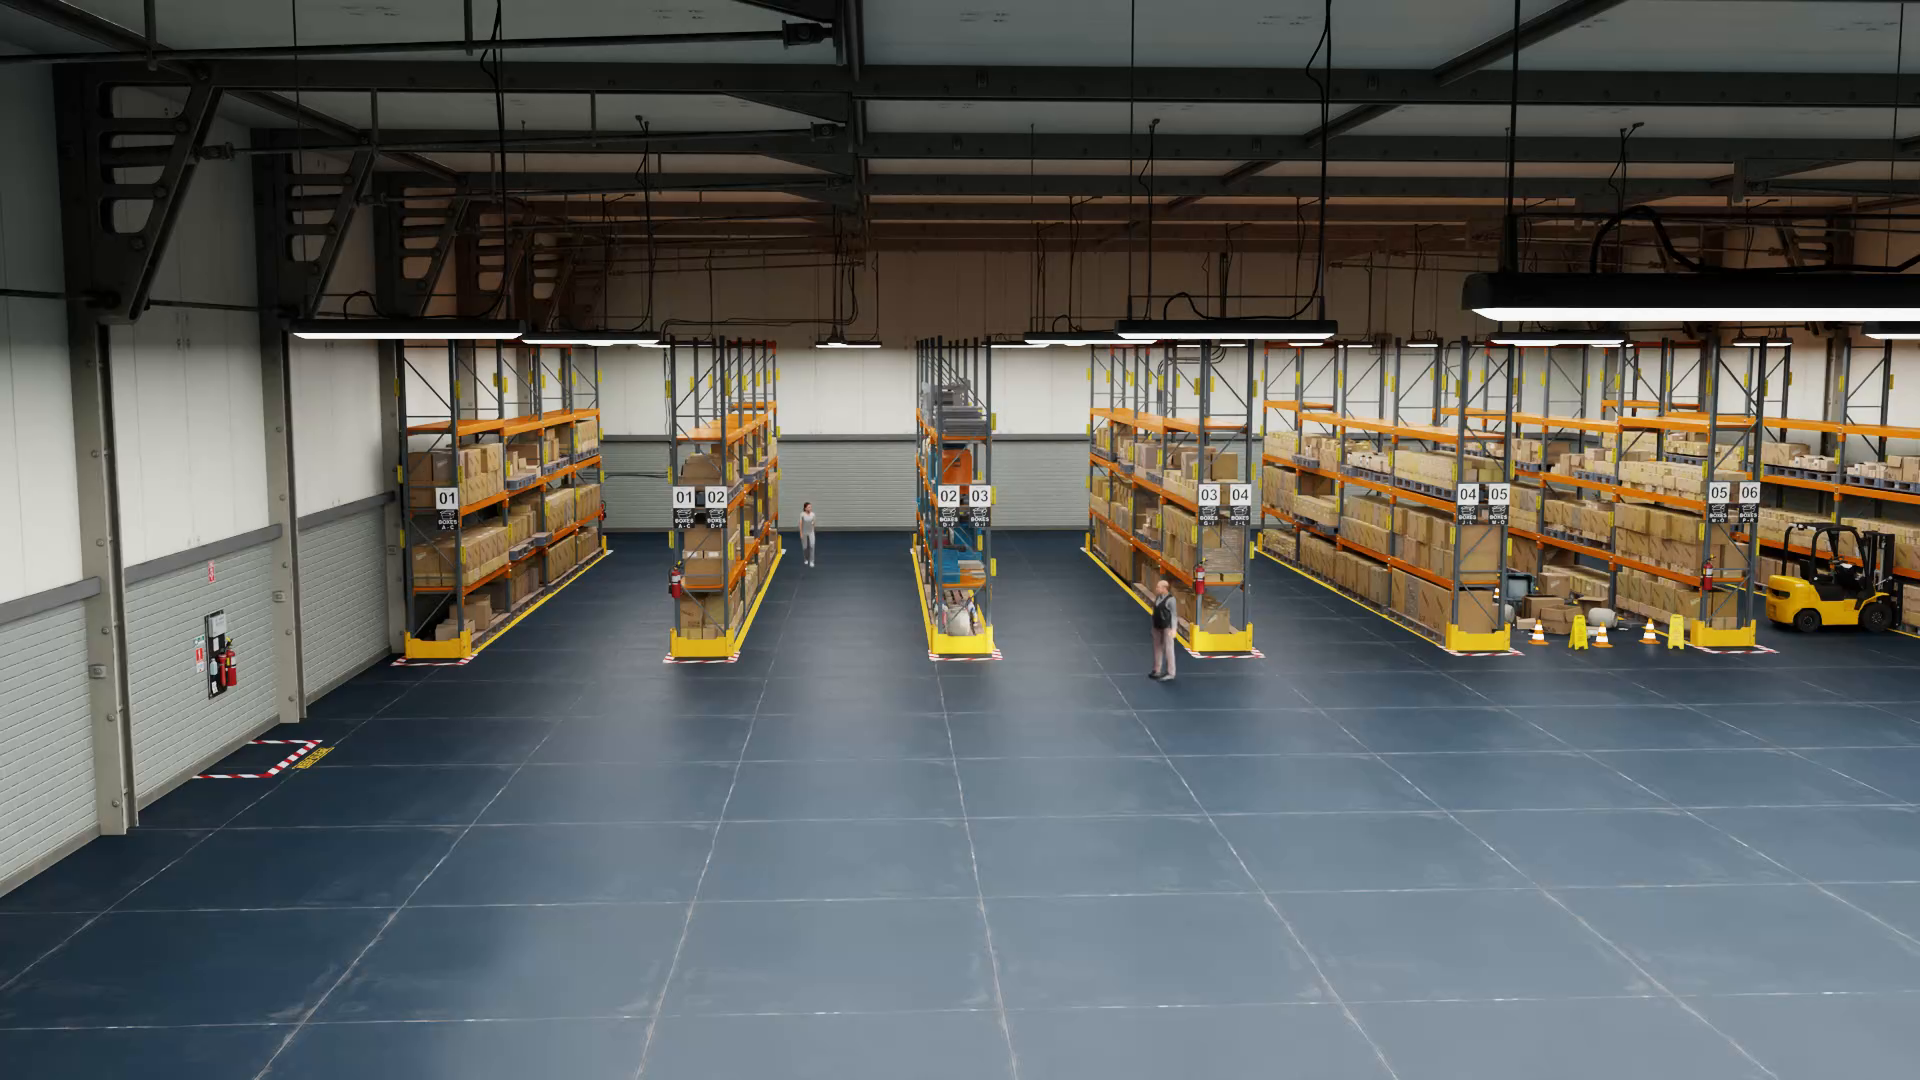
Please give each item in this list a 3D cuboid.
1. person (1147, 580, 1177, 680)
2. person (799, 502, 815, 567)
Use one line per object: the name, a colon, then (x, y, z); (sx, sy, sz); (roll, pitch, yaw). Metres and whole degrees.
person: (3.531, 1.561, 29.079); (0.431, 1.726, 0.569); (-5, 8, -35)
person: (-3.888, -0.159, 42.256); (0.426, 1.618, 0.943); (-1, 7, -5)
